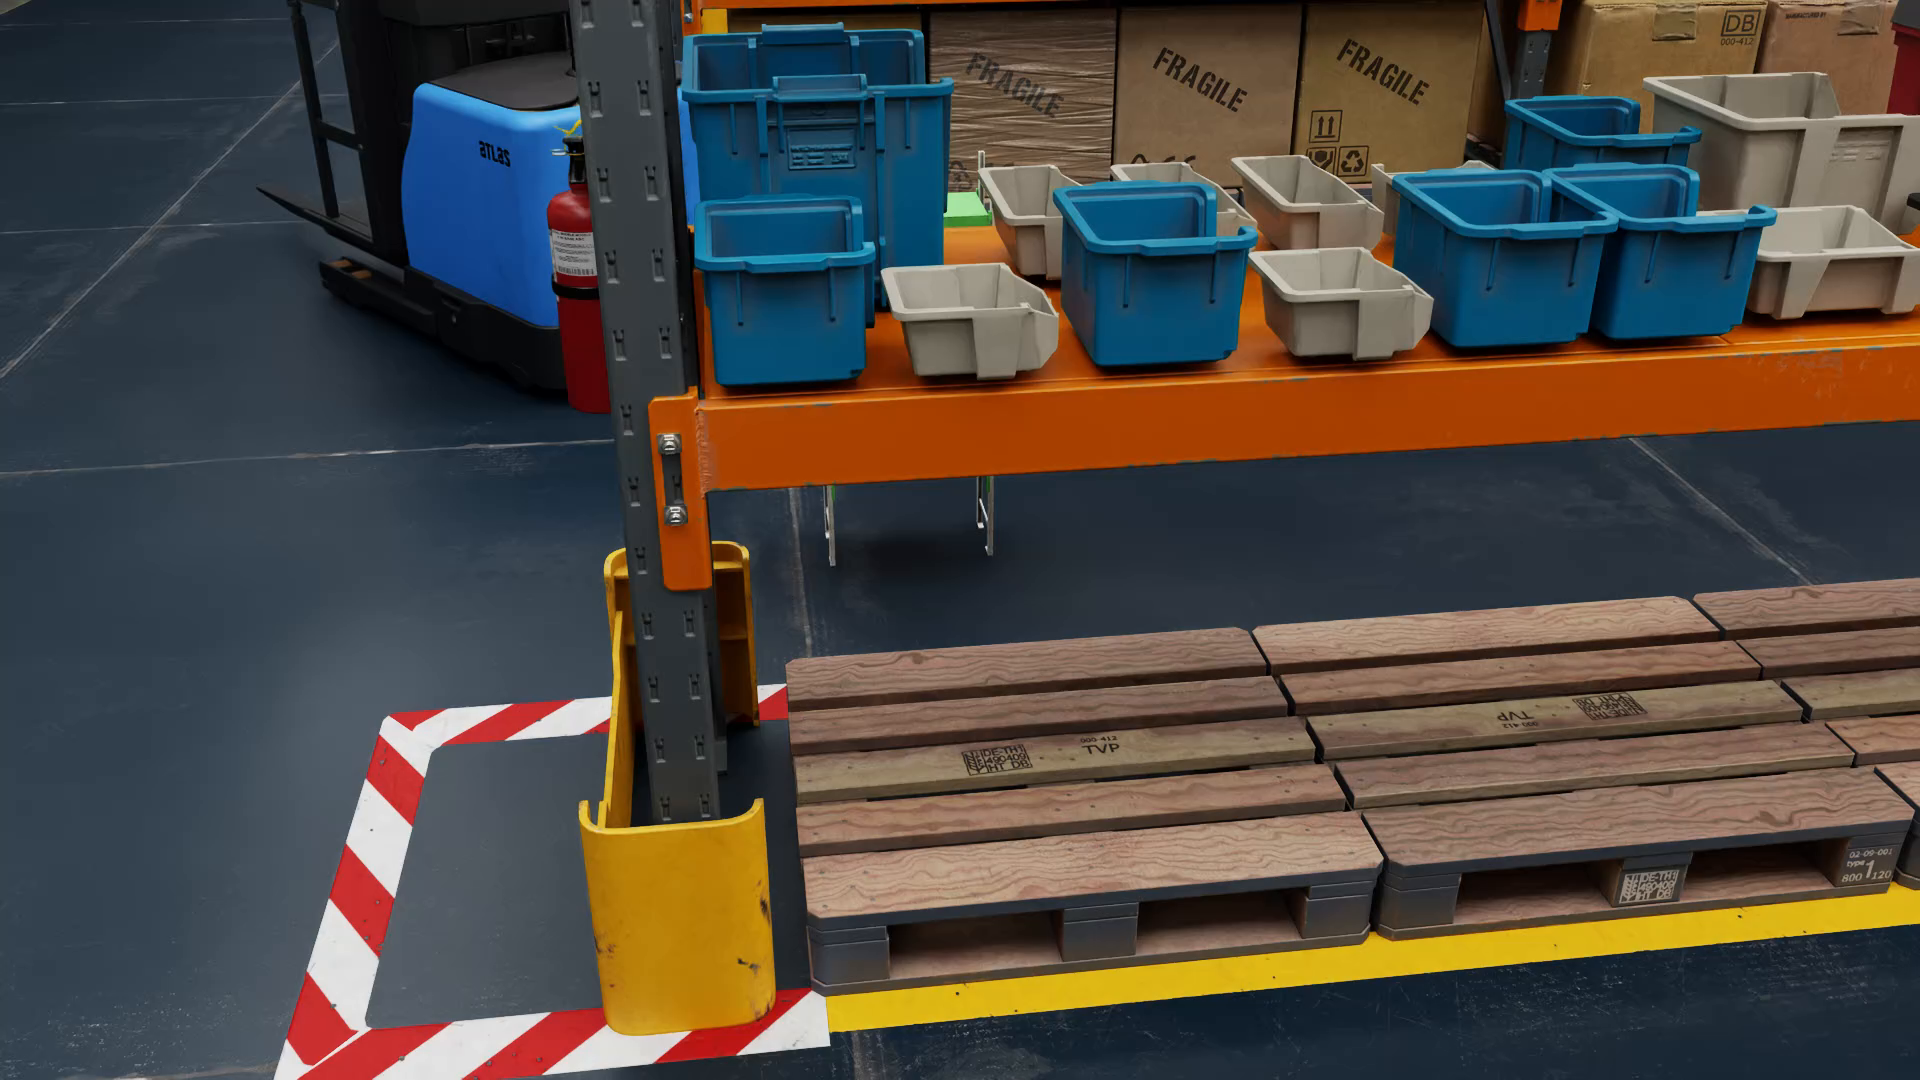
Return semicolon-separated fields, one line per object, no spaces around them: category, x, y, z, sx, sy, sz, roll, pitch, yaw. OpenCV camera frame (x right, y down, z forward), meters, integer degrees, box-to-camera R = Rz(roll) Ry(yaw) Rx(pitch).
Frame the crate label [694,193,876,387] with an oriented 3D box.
crate label;-0.309;-0.442;2.944;0.303;0.233;0.416;-4;27;-7

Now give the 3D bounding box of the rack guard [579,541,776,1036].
rack guard;-0.621;0.496;3.735;0.348;0.500;1.175;-4;27;-7

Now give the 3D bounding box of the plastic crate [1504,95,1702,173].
plastic crate;1.398;-0.822;3.684;0.300;0.233;0.416;-4;27;-7

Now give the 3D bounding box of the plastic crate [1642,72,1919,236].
plastic crate;1.824;-0.838;3.661;0.530;0.282;0.437;-4;27;-7

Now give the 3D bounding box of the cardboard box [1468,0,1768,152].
cardboard box;3.302;-2.408;8.524;0.875;0.875;1.225;-4;27;-7

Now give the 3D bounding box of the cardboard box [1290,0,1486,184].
cardboard box;2.007;-2.352;8.416;0.875;0.875;0.875;-4;27;-7

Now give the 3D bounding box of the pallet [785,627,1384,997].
pallet;0.223;0.583;3.883;1.213;0.211;1.003;-4;27;-7

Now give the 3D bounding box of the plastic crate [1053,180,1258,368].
plastic crate;0.343;-0.484;3.025;0.300;0.233;0.416;-4;27;-7

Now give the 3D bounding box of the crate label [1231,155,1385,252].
crate label;0.744;-0.707;3.565;0.243;0.136;0.396;-4;27;-7

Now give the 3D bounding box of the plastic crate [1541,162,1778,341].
plastic crate;1.292;-0.545;3.144;0.300;0.233;0.416;-4;27;-7

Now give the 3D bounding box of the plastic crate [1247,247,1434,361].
plastic crate;0.692;-0.425;3.017;0.298;0.136;0.250;-4;27;-7

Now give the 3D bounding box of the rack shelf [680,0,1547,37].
rack shelf;0.691;-2.669;7.955;4.000;0.370;1.077;-4;27;-7

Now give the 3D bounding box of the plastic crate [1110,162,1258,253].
plastic crate;0.472;-0.678;3.509;0.243;0.136;0.396;-4;27;-7

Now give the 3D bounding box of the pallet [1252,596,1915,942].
pallet;1.428;0.507;4.032;1.213;0.211;1.003;-4;27;-7

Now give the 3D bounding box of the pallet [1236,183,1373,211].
pallet;1.908;-1.863;8.649;1.213;0.211;1.003;-4;27;-7

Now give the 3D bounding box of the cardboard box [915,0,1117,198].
cardboard box;0.234;-2.238;8.194;0.875;0.875;0.875;-4;27;-7

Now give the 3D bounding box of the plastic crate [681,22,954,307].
plastic crate;-0.294;-0.771;3.363;0.499;0.435;0.616;-4;27;-7

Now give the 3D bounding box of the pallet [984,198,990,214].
pallet;-0.509;-1.708;8.347;1.213;0.211;1.003;-4;27;-7

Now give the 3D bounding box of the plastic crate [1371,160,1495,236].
plastic crate;1.035;-0.734;3.618;0.250;0.136;0.298;-4;27;-7

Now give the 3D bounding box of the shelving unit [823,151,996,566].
shelving unit;-0.164;-0.523;4.956;0.503;1.200;0.258;-4;27;-7

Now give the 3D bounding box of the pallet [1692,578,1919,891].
pallet;2.639;0.427;4.186;1.213;0.211;1.003;-4;27;-7

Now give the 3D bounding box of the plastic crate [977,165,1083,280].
plastic crate;0.183;-0.666;3.486;0.243;0.136;0.396;-4;27;-7

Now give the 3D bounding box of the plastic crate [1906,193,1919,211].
plastic crate;2.291;-0.589;3.348;0.590;0.125;0.437;-4;27;-7

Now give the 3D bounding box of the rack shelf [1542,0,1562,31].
rack shelf;4.652;-2.924;8.450;4.000;0.370;1.077;-4;27;-7

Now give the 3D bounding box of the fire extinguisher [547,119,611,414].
fire extinguisher;-0.812;-0.619;3.663;0.183;0.674;0.296;-4;27;-7

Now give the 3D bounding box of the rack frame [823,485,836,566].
rack frame;-0.406;-0.508;4.925;0.015;1.200;0.240;-4;27;-7

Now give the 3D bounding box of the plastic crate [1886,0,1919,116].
plastic crate;2.442;-0.989;3.756;0.583;0.464;0.402;-4;27;-7

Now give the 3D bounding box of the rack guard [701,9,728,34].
rack guard;-1.805;-4.003;12.505;0.348;0.500;1.175;-4;27;-7

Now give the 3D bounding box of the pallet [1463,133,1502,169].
pallet;3.425;-1.959;8.837;1.213;0.211;1.003;-4;27;-7

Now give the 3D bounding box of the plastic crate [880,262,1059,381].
plastic crate;0.020;-0.382;2.932;0.298;0.136;0.250;-4;27;-7

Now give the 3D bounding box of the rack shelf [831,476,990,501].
rack shelf;-0.164;-0.253;5.094;0.480;0.148;0.258;-4;27;-7

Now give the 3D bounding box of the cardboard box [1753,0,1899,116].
cardboard box;4.187;-2.465;8.636;0.875;0.875;1.225;-5;28;-9

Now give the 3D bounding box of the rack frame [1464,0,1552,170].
rack frame;2.671;-3.117;8.038;0.127;3.000;1.000;-4;27;-7

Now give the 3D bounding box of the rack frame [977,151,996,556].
rack frame;0.078;-0.539;4.986;0.015;1.200;0.240;-4;27;-7

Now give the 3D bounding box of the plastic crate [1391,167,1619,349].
plastic crate;0.995;-0.526;3.107;0.300;0.233;0.416;-4;27;-7

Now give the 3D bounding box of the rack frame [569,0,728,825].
rack frame;-0.600;-0.623;3.179;0.127;3.000;1.000;-4;27;-7

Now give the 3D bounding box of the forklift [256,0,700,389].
forklift;-2.166;-2.447;6.808;1.130;2.935;3.031;-23;35;-38

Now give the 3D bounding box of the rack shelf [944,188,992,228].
rack shelf;-0.164;-0.894;4.766;0.480;0.148;0.258;-4;27;-7

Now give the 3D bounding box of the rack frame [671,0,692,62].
rack frame;-1.290;-2.862;7.542;0.127;3.000;1.000;-4;27;-7

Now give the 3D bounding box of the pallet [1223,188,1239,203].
pallet;0.697;-1.784;8.495;1.213;0.211;1.003;-4;27;-7

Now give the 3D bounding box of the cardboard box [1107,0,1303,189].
cardboard box;1.115;-2.295;8.304;0.875;0.875;0.875;-4;27;-7

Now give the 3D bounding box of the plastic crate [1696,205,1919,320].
plastic crate;1.679;-0.540;3.240;0.466;0.136;0.293;-4;27;-7

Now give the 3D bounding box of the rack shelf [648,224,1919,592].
rack shelf;1.381;-0.430;3.591;4.000;0.370;1.077;-4;27;-7

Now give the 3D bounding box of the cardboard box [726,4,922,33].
cardboard box;-0.667;-2.181;8.081;0.875;0.875;0.875;-4;27;-7
